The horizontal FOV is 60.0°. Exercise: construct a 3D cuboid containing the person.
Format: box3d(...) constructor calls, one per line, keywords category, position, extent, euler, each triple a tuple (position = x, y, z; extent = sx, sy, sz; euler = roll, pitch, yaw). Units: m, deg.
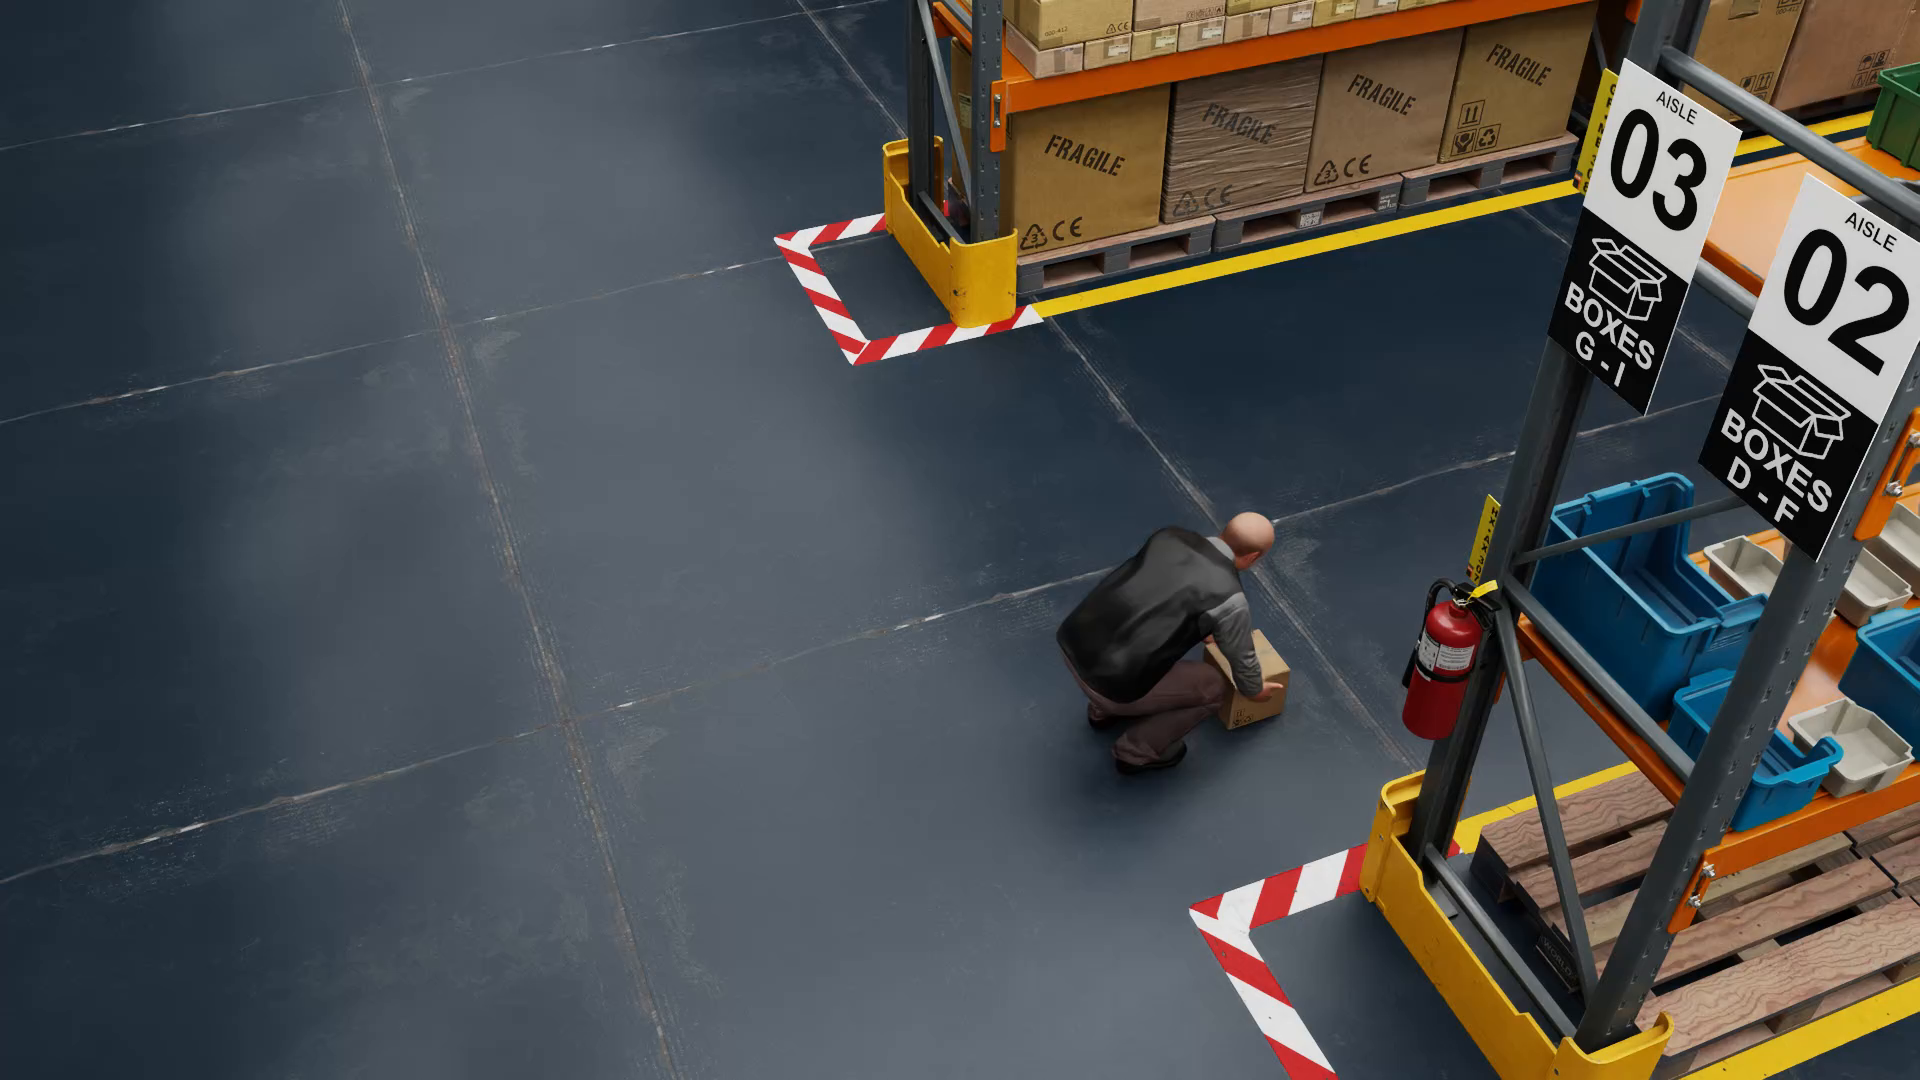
box3d(category="person", position=(0.791, 0.379, 6.341), extent=(0.869, 0.942, 0.544), euler=(-15, 44, -17))
